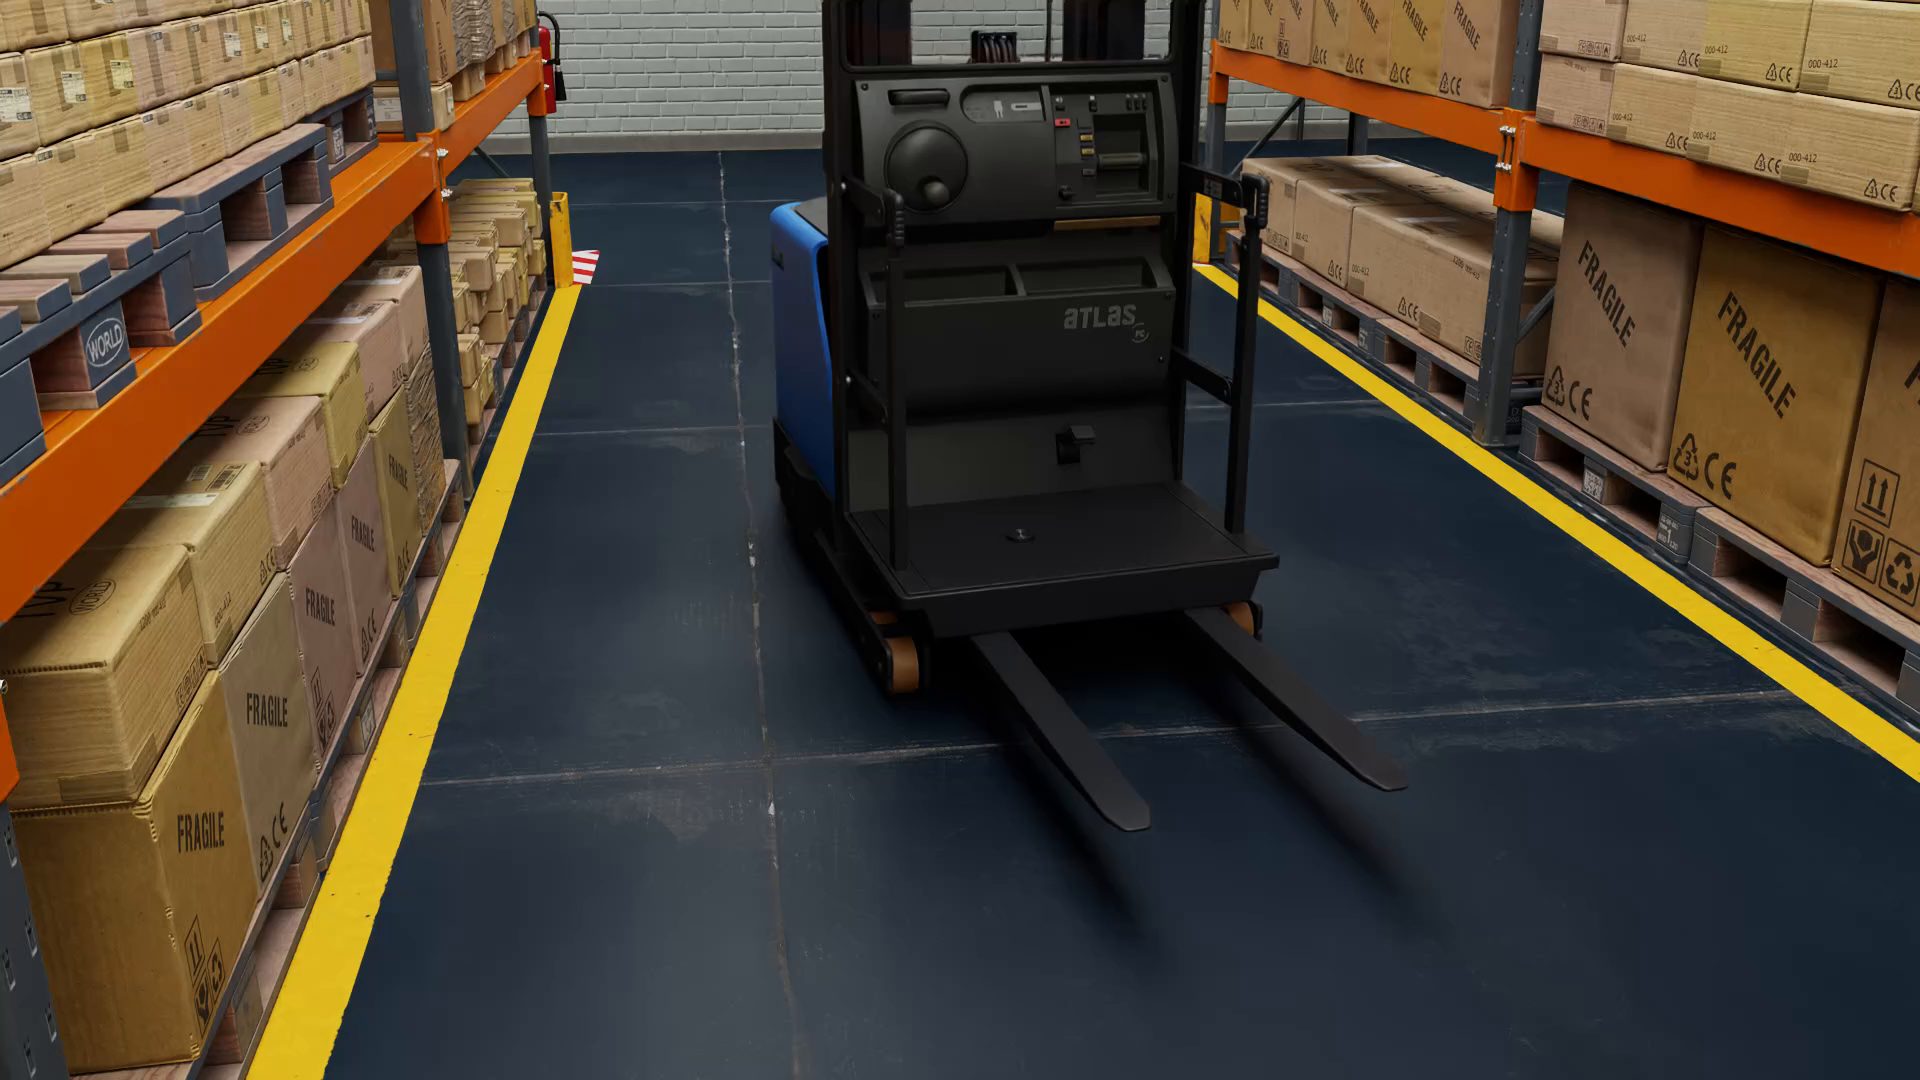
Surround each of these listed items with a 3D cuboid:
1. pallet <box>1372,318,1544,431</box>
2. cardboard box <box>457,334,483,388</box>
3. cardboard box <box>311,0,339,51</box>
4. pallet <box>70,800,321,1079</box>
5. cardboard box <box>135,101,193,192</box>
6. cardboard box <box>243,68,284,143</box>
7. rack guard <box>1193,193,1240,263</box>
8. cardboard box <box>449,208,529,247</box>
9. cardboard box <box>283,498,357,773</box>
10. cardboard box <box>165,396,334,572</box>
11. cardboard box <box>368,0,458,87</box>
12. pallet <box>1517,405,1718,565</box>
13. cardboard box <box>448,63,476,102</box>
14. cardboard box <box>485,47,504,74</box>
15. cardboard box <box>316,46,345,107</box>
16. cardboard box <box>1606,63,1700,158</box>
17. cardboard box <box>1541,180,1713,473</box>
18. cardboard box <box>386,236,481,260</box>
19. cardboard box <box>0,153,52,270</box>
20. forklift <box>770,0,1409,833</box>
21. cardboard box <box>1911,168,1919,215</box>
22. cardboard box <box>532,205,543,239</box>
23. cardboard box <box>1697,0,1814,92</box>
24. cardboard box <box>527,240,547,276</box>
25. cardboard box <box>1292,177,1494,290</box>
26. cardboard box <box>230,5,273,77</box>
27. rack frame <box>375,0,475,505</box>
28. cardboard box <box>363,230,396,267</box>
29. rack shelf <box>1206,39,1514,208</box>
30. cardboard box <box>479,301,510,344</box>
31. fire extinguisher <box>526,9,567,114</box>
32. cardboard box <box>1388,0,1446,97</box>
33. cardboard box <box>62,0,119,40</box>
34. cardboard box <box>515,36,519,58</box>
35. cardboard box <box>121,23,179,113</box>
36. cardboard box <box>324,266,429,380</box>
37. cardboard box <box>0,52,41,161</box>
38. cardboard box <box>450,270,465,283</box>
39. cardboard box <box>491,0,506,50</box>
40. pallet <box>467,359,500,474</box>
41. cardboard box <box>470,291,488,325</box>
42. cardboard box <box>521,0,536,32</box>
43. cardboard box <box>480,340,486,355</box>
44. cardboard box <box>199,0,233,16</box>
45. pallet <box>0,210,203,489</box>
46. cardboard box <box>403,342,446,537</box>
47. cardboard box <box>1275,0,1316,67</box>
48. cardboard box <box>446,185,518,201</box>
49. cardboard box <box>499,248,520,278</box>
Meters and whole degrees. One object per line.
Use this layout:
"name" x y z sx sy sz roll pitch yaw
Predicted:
"pallet" 2.562 -0.778 7.496 1.003 0.211 1.213 -3 21 -8
"cardboard box" -2.025 -0.674 6.283 0.380 0.149 0.250 -2 21 -5
"cardboard box" -1.965 -1.445 4.632 0.380 0.149 0.250 -2 21 -5
"pallet" -1.824 0.889 3.035 1.003 0.211 1.213 -3 21 -8
"cardboard box" -1.737 -0.763 3.230 0.380 0.149 0.250 -2 21 -6
"cardboard box" -1.845 -1.033 3.953 0.380 0.149 0.250 -2 21 -5
"rack guard" 2.014 -2.039 10.460 1.175 0.500 0.348 -3 21 -8
"cardboard box" -2.328 -1.530 8.150 0.380 0.149 0.250 -2 21 -6
"cardboard box" -1.717 0.218 3.817 0.500 0.500 0.500 -3 21 -9
"cardboard box" -1.704 -0.123 3.658 0.500 0.250 0.500 -3 21 -7
"cardboard box" -2.111 -1.902 5.954 0.500 0.500 0.500 -3 21 -9
"pallet" 2.780 -0.247 6.076 1.003 0.211 1.213 -3 21 -8
"cardboard box" -2.213 -1.889 6.846 0.380 0.149 0.250 -3 21 -7
"cardboard box" -2.421 -2.347 8.071 0.380 0.149 0.250 -4 21 -10
"cardboard box" -1.964 -1.307 4.688 0.380 0.149 0.250 -3 21 -8
"cardboard box" 2.473 -1.402 5.396 0.500 0.250 0.500 -3 21 -9
"cardboard box" 2.763 -0.807 6.027 0.875 0.875 0.875 -2 21 -6
"cardboard box" -2.337 -1.257 7.417 0.380 0.149 0.250 -4 21 -10
"cardboard box" -1.616 -0.484 2.484 0.380 0.149 0.250 -2 21 -5
"forklift" 0.232 -1.100 4.472 1.130 2.935 3.031 -6 21 -15
"cardboard box" 2.695 -0.875 3.985 0.500 0.250 0.500 -3 21 -8
"cardboard box" -2.508 -1.749 9.161 0.380 0.149 0.250 -3 21 -9
"cardboard box" 2.528 -1.459 4.835 0.500 0.250 0.500 -3 21 -7
"cardboard box" -2.446 -1.522 8.980 0.380 0.149 0.250 -2 21 -6
"cardboard box" 2.352 -1.658 8.930 0.875 0.438 0.875 -2 21 -6
"cardboard box" -1.843 -1.166 3.885 0.380 0.149 0.250 -3 21 -8
"rack frame" -2.289 -1.532 5.531 1.000 3.000 0.127 -3 21 -8
"cardboard box" -2.786 -1.321 7.591 0.380 0.149 0.250 -3 21 -8
"rack shelf" 2.306 -2.172 8.273 1.077 0.370 4.000 -3 21 -8
"cardboard box" -2.251 -0.983 7.534 0.380 0.149 0.250 -3 21 -9
"fire extinguisher" -2.446 -2.816 9.613 0.296 0.674 0.183 -3 21 -8
"cardboard box" 2.195 -2.189 7.147 0.500 0.500 0.500 -3 21 -9
"cardboard box" -1.698 -0.944 2.866 0.380 0.149 0.250 -4 21 -10
"cardboard box" -2.541 -2.613 8.783 0.380 0.149 0.250 -3 21 -8
"cardboard box" -1.738 -0.903 3.179 0.380 0.149 0.250 -3 21 -8
"cardboard box" -1.932 -0.664 5.107 0.500 0.250 0.500 -3 21 -9
"cardboard box" -1.625 -0.637 2.467 0.380 0.149 0.250 -2 21 -5
"cardboard box" -2.200 -0.985 6.690 0.380 0.149 0.250 -3 21 -9
"cardboard box" -2.333 -2.434 7.377 0.500 0.500 0.500 -2 21 -5
"pallet" -2.421 -0.456 6.636 1.003 0.211 1.213 -3 21 -8
"cardboard box" -2.274 -1.030 7.235 0.380 0.149 0.250 -2 21 -5
"cardboard box" -2.547 -2.960 8.787 0.500 0.500 0.500 -2 21 -7
"cardboard box" -2.150 -0.711 6.807 0.380 0.149 0.250 -3 21 -8
"cardboard box" -1.811 -1.216 3.594 0.380 0.149 0.250 -3 21 -9
"pallet" -1.921 -0.299 2.502 1.213 0.211 1.003 -3 21 -8
"cardboard box" -1.933 -0.314 5.242 0.500 0.500 0.500 -3 21 -9
"cardboard box" 1.959 -2.717 8.561 0.500 0.500 0.500 -3 21 -8
"cardboard box" -2.560 -1.796 8.863 0.380 0.149 0.250 -3 21 -7
"cardboard box" -2.325 -1.301 7.961 0.380 0.149 0.250 -2 21 -5
